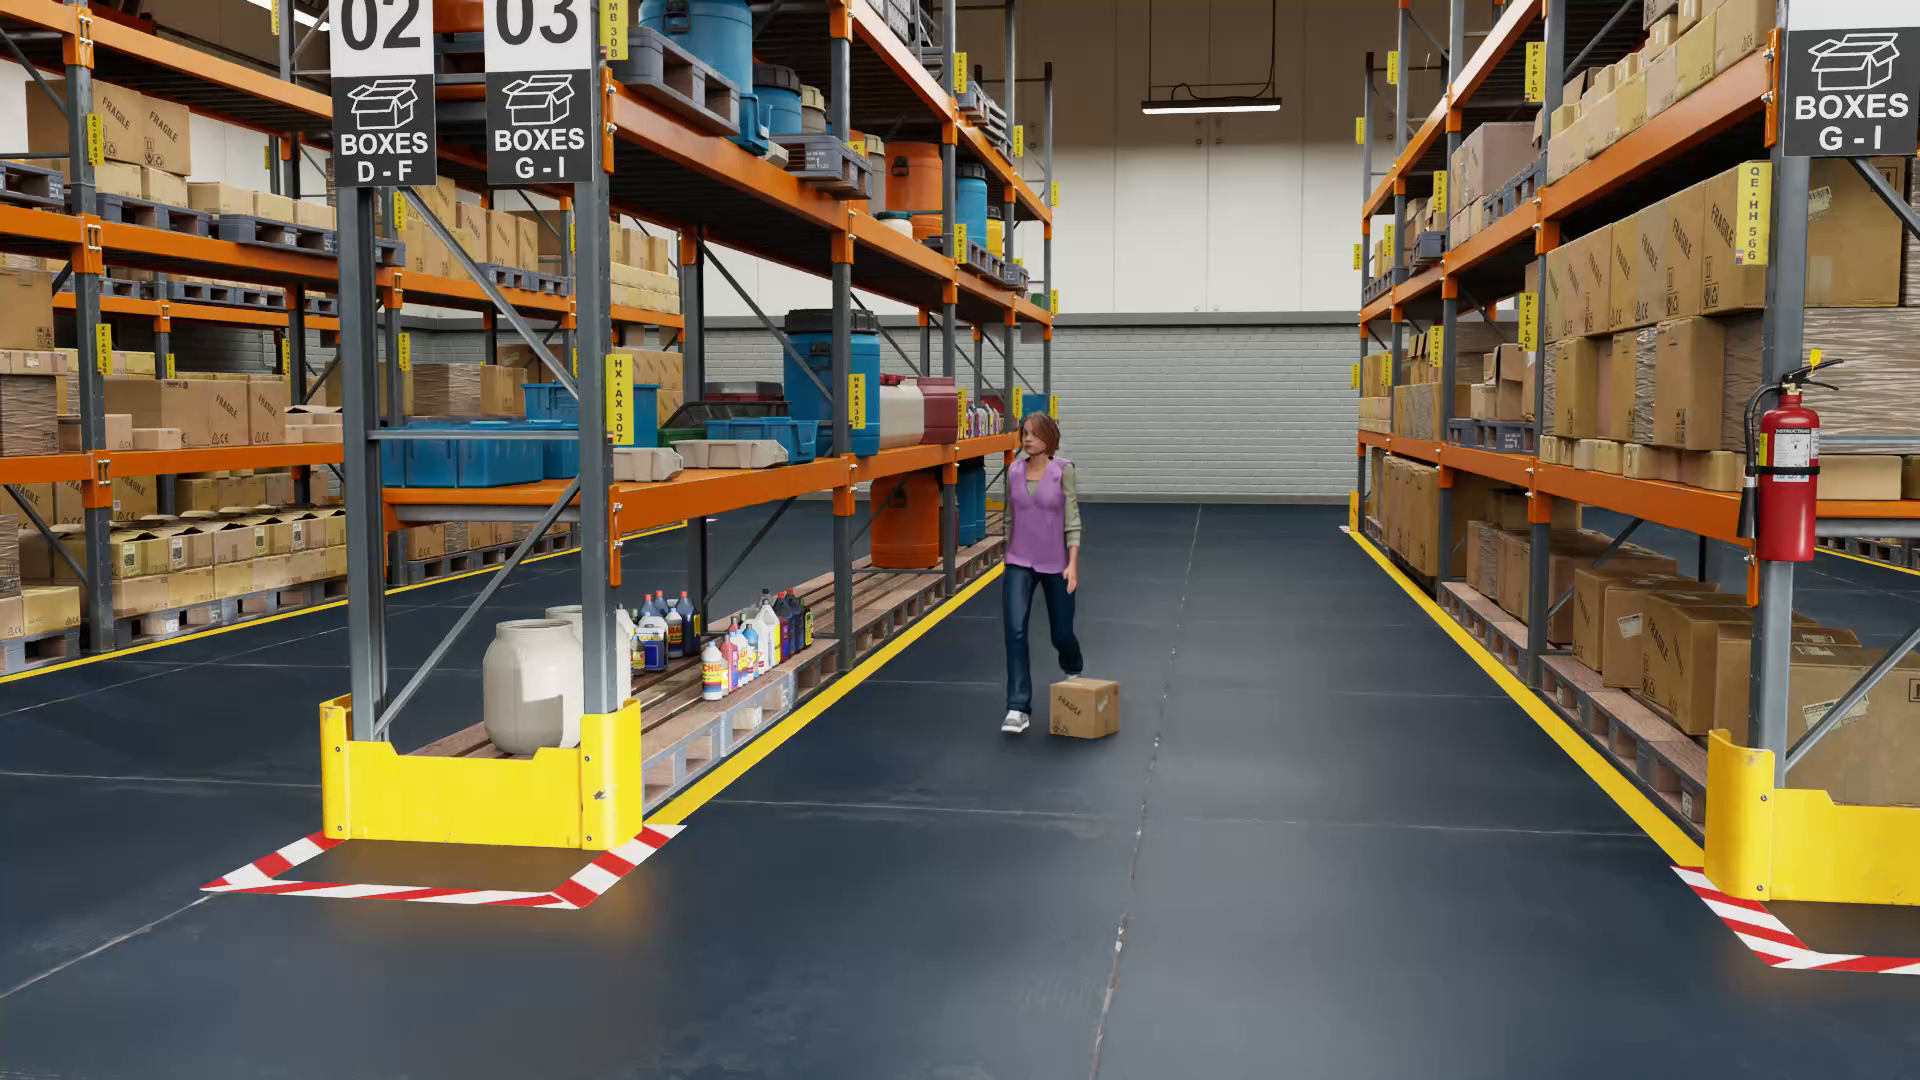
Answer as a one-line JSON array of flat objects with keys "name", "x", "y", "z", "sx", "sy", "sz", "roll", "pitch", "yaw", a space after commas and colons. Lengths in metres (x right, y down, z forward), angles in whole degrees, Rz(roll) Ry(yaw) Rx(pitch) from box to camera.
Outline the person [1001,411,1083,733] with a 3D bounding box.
[{"name": "person", "x": 0.420, "y": 0.142, "z": 8.342, "sx": 0.426, "sy": 1.545, "sz": 0.862, "roll": 1, "pitch": 5, "yaw": 16}]
